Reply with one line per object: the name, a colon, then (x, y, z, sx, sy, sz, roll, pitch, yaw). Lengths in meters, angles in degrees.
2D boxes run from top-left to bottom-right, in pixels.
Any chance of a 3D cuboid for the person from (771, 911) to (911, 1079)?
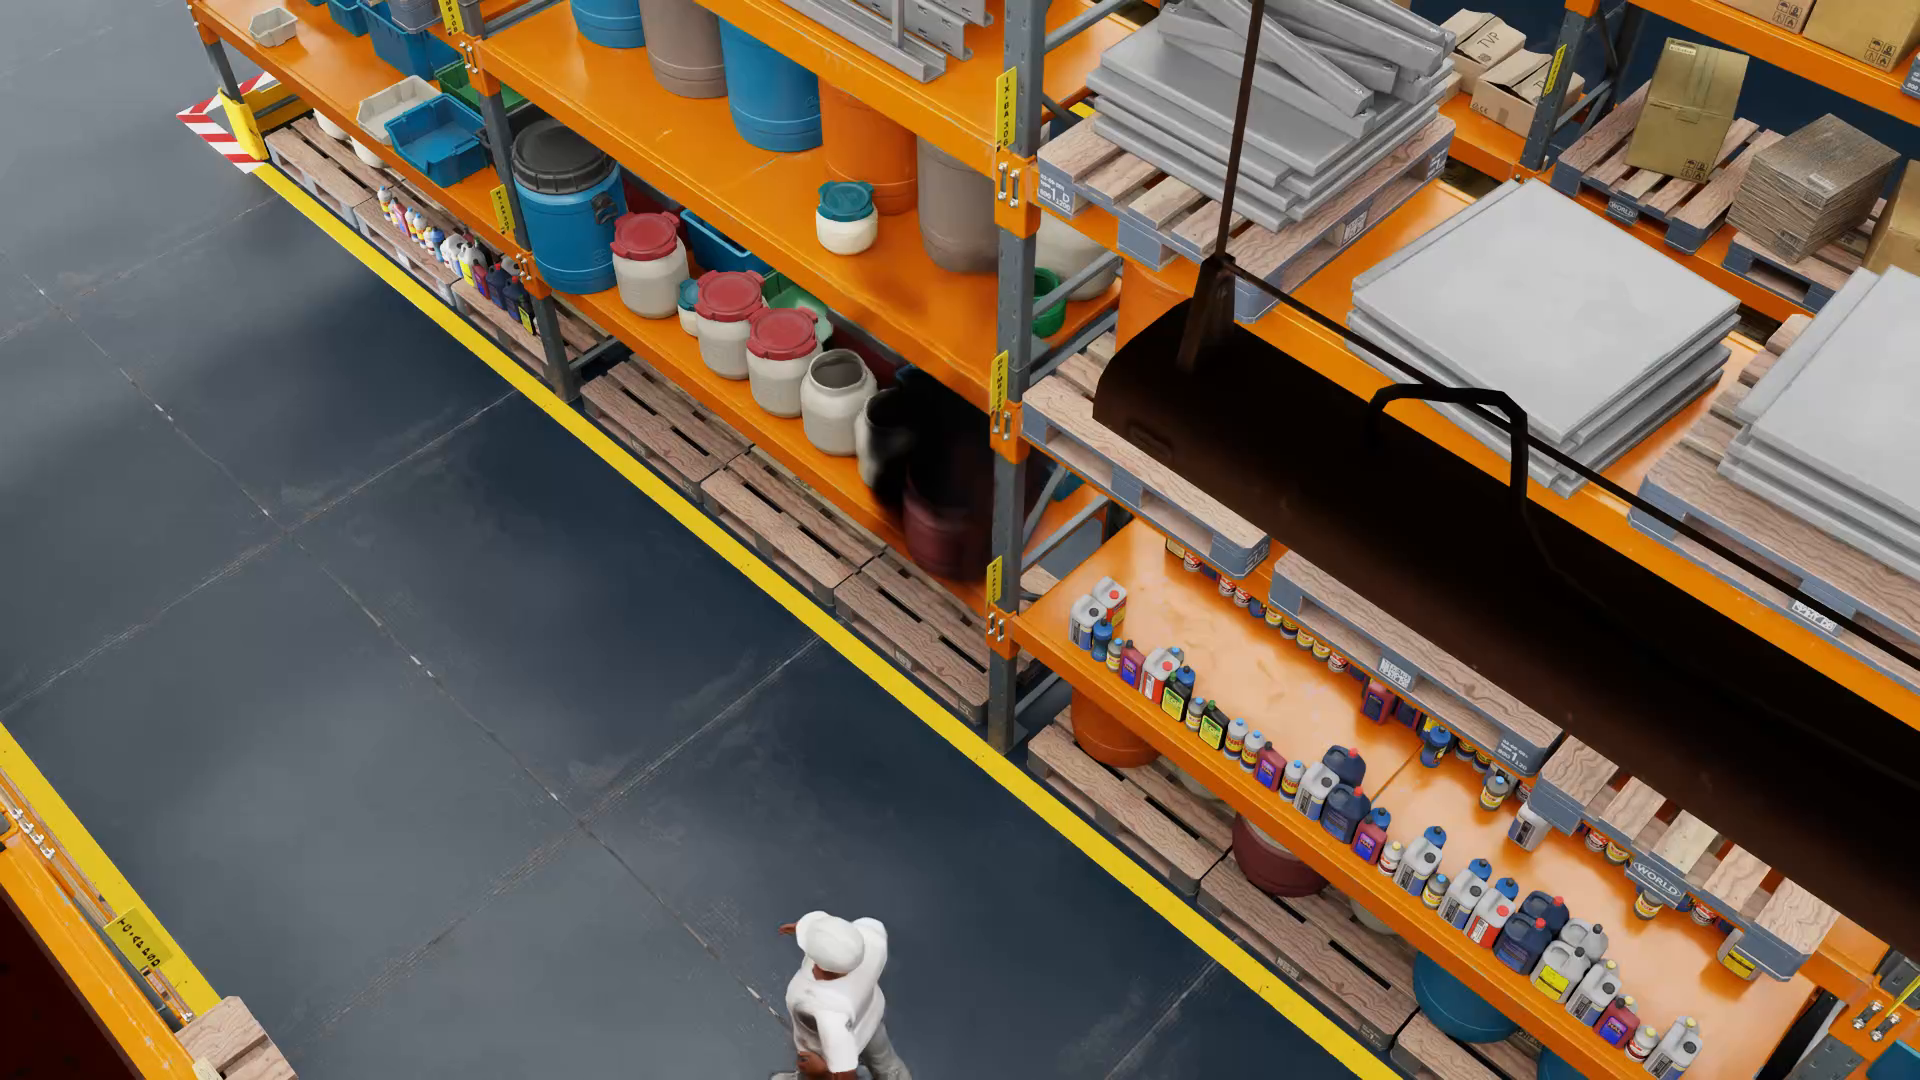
person: (-0.522, 2.069, 7.107, 0.754, 1.827, 0.684, 25, 55, 20)
